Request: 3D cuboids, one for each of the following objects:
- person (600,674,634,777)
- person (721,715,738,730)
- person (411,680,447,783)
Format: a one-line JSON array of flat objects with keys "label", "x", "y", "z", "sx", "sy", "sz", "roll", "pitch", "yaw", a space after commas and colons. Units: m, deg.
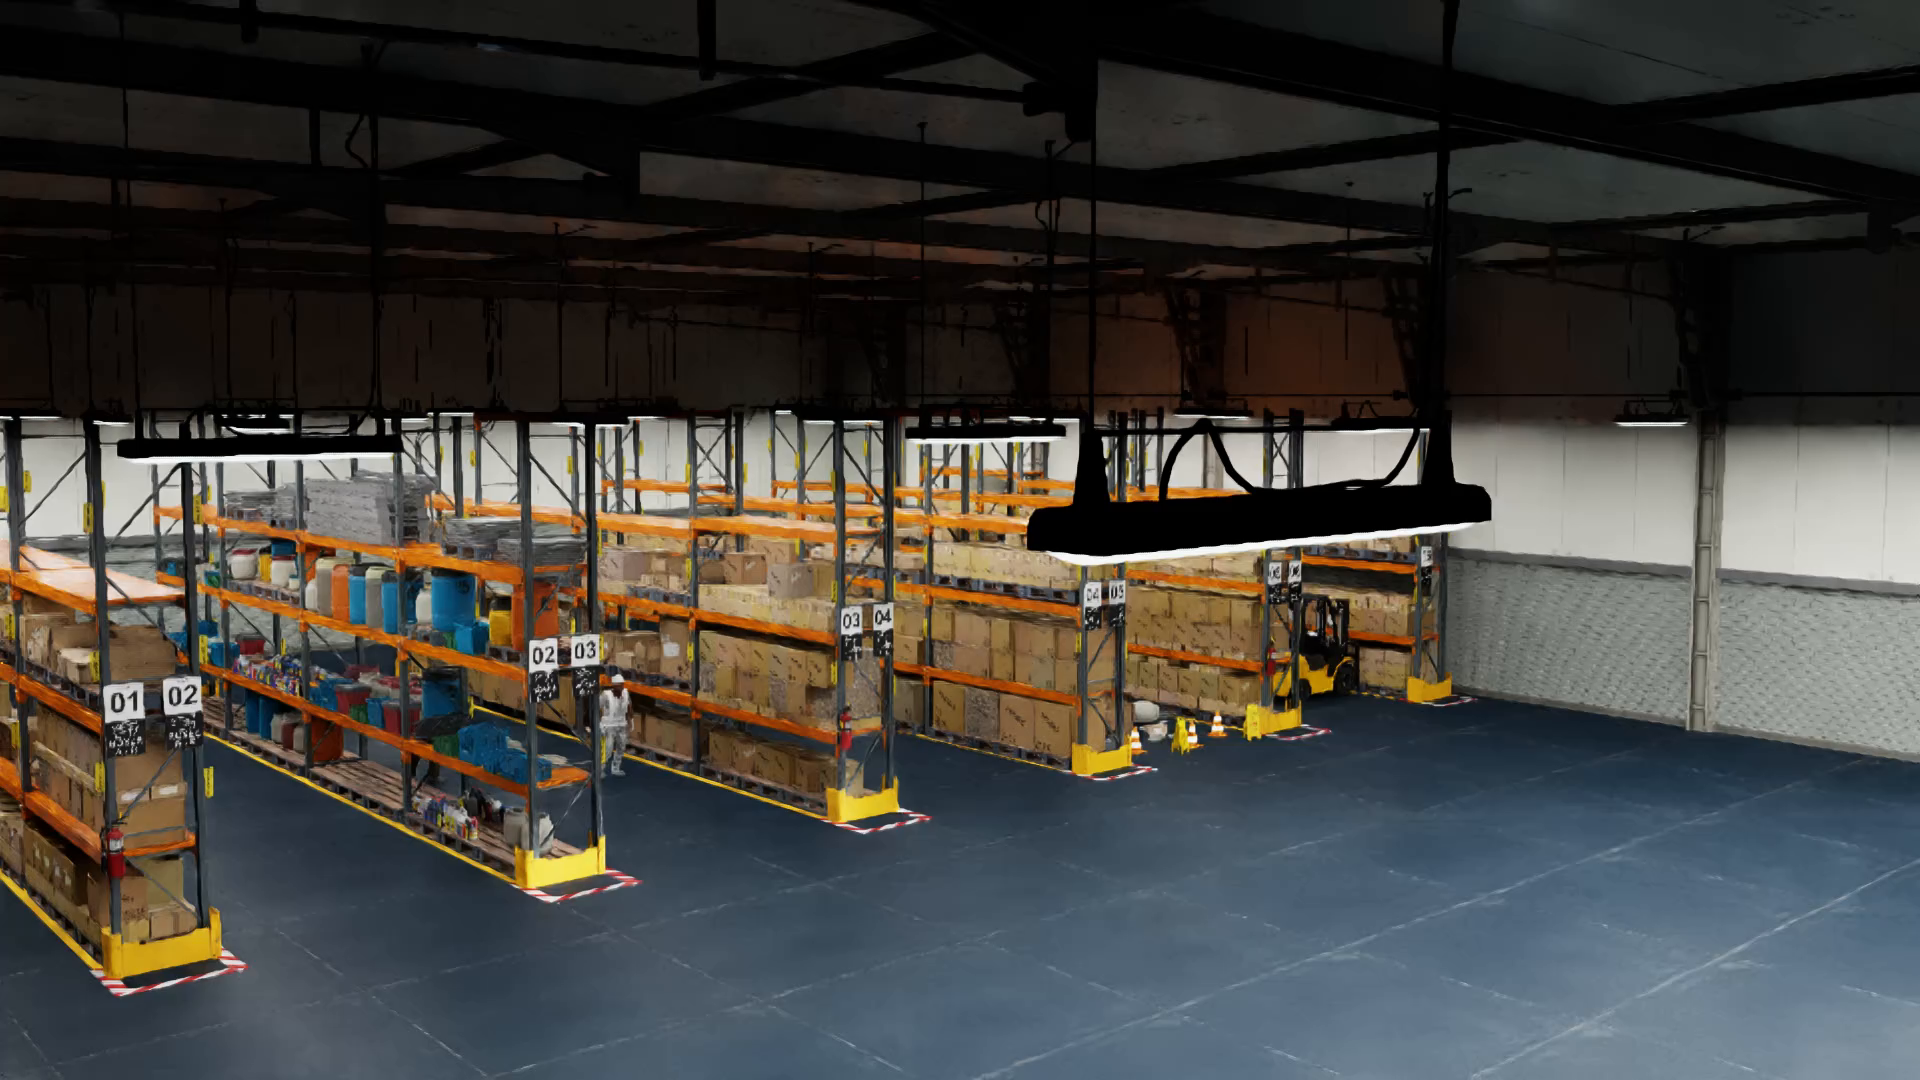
[{"label": "person", "x": -5.704, "y": 3.064, "z": 27.445, "sx": 0.702, "sy": 1.735, "sz": 0.543, "roll": -5, "pitch": 7, "yaw": -43}, {"label": "person", "x": -4.237, "y": 2.790, "z": 31.158, "sx": 0.637, "sy": 1.632, "sz": 0.505, "roll": -5, "pitch": 7, "yaw": -43}, {"label": "person", "x": -8.767, "y": 3.078, "z": 27.154, "sx": 0.767, "sy": 1.748, "sz": 0.731, "roll": 4, "pitch": 7, "yaw": 41}]
